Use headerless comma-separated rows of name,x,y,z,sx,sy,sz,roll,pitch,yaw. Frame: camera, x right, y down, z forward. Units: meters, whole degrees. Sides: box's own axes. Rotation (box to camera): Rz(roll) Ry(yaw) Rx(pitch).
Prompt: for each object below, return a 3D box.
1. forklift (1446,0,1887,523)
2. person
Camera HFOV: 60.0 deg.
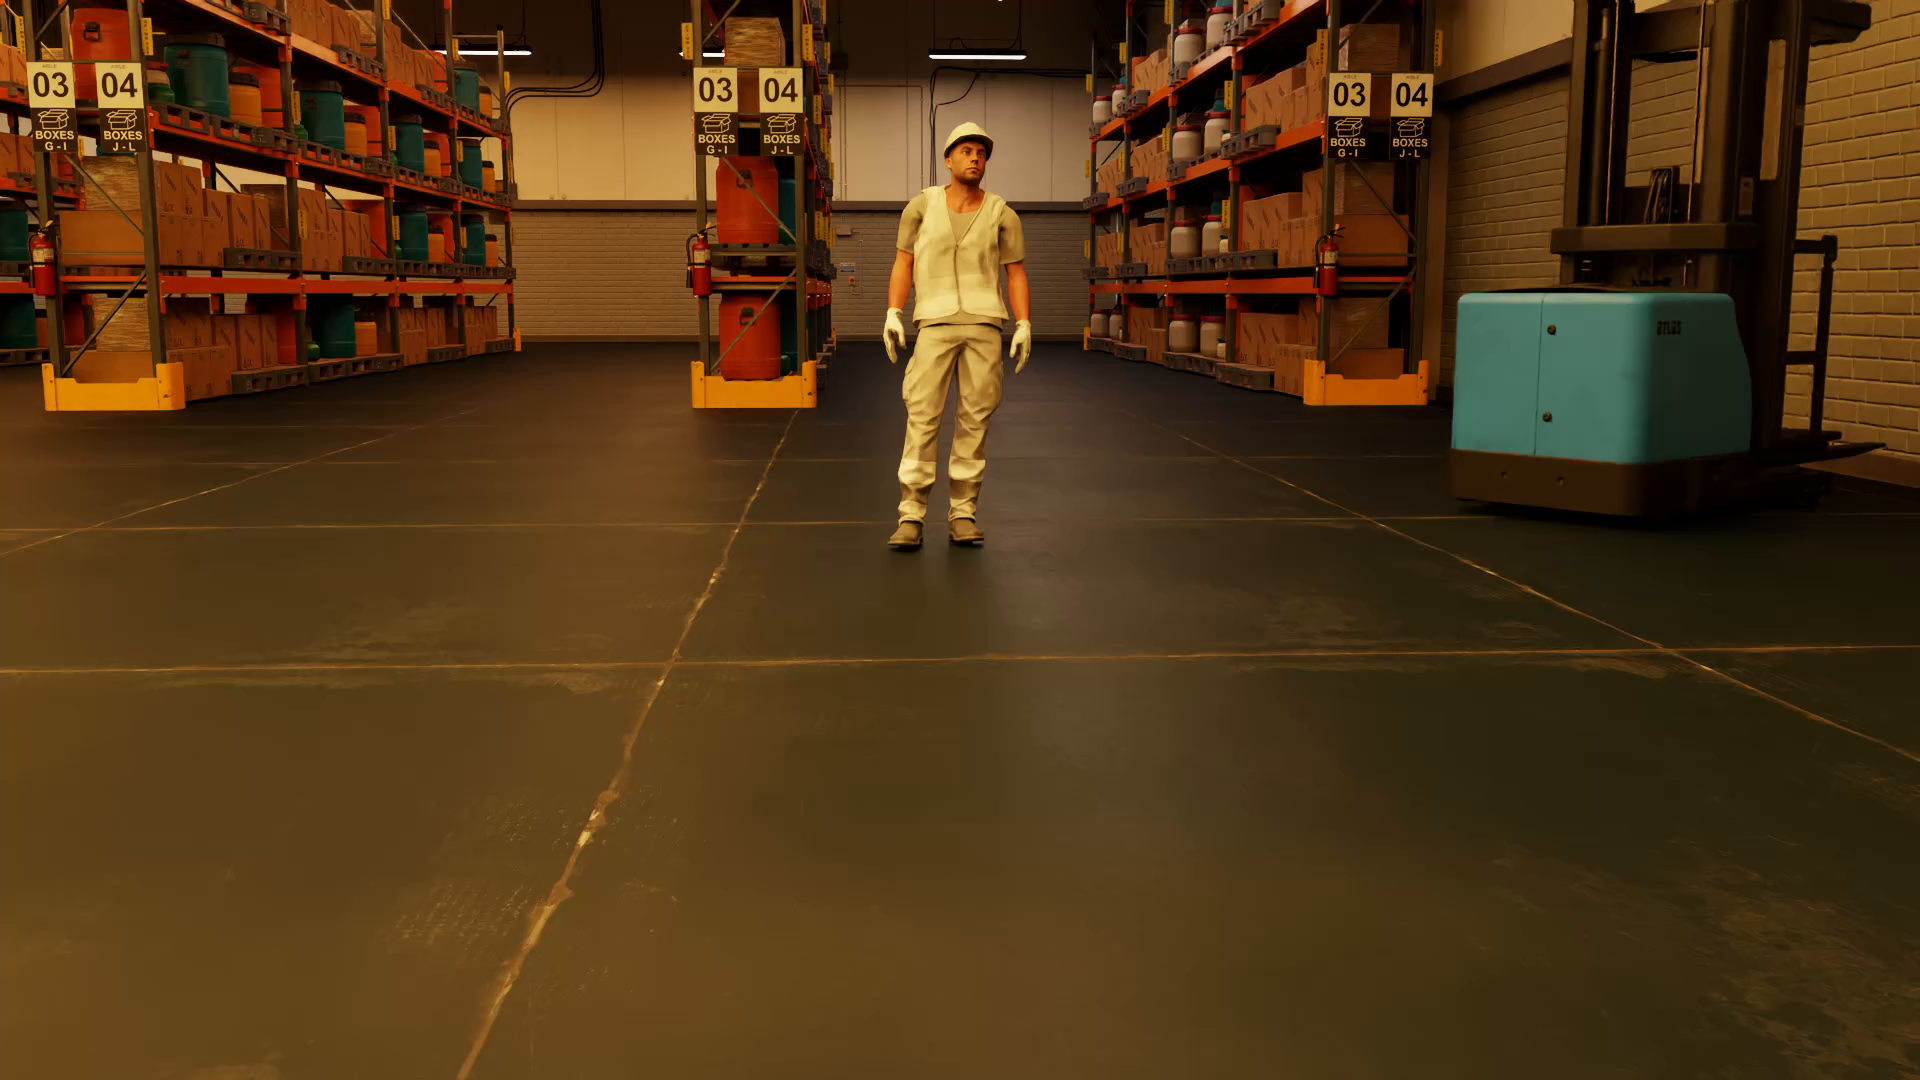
forklift,3.896,-1.678,8.629,3.031,2.935,1.130,-7,11,-38
person,-0.007,-0.881,7.098,0.637,1.787,0.564,-1,8,-4
